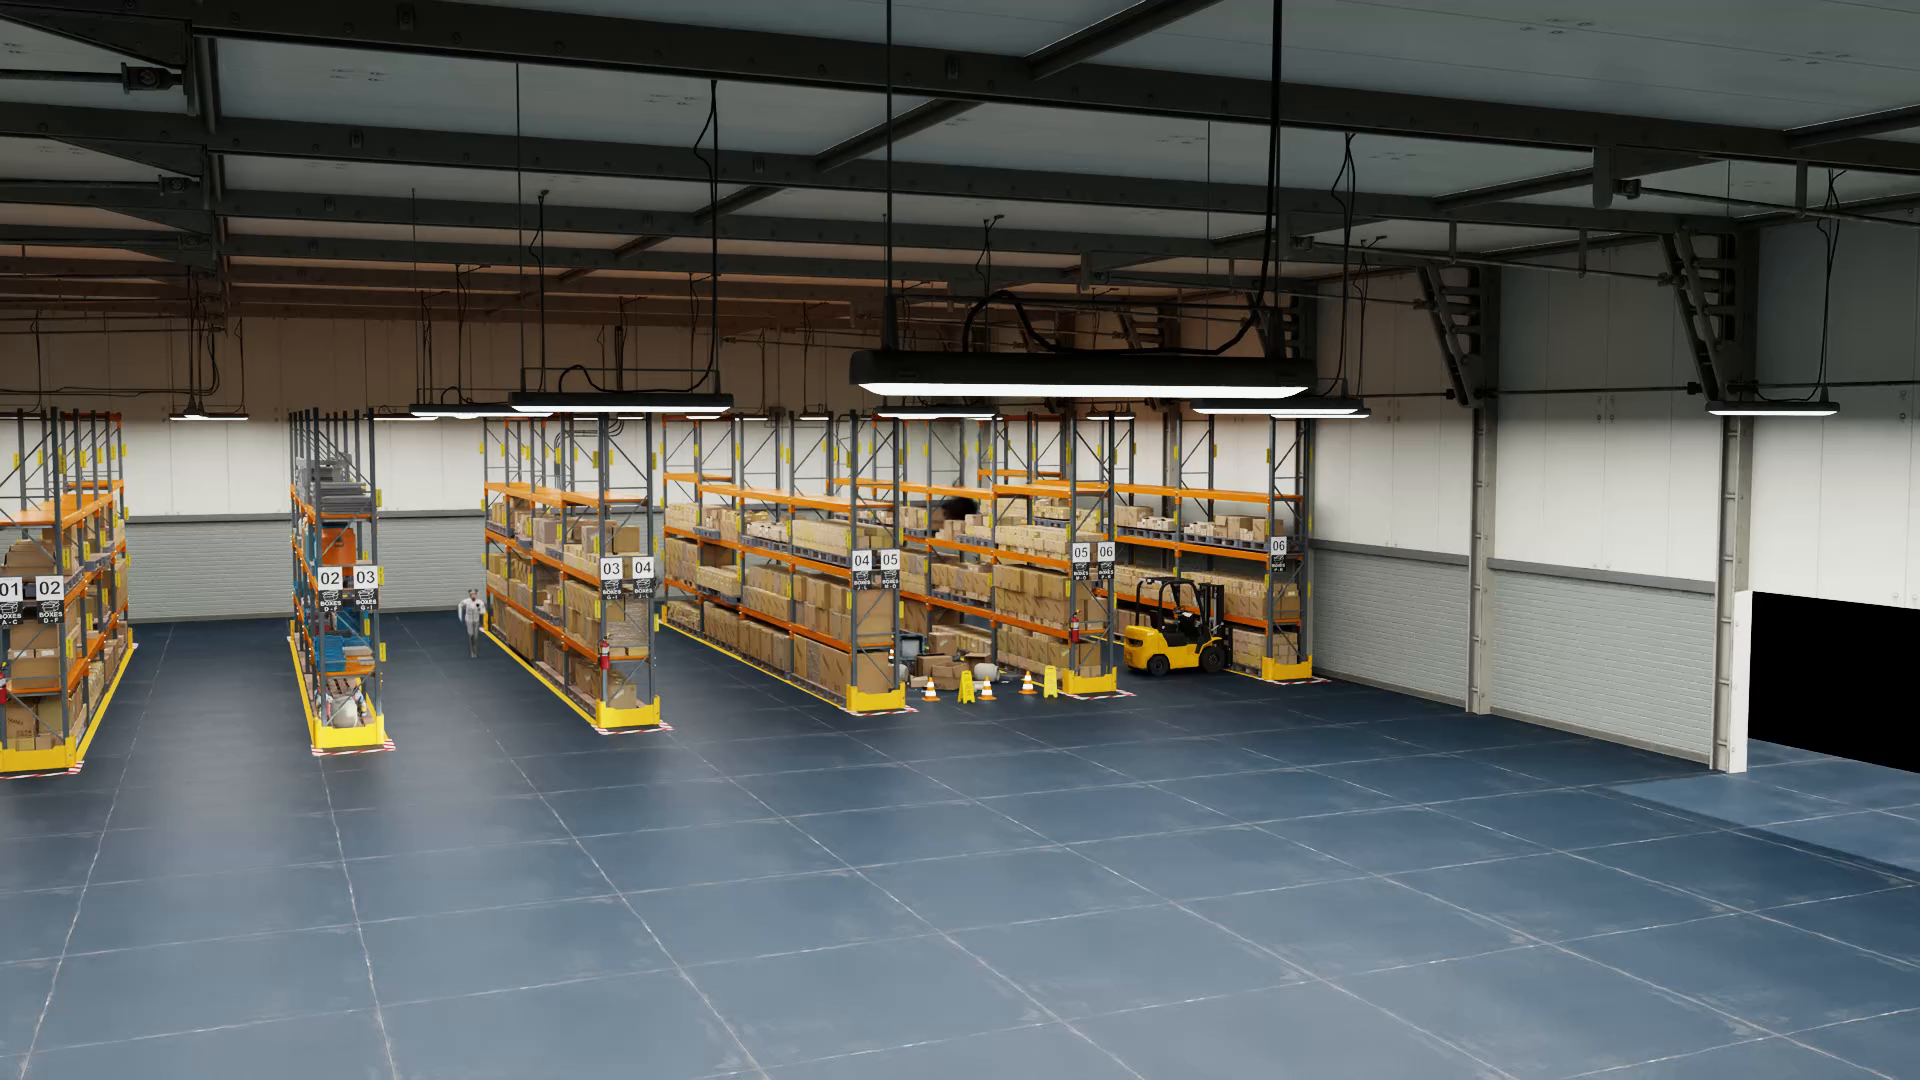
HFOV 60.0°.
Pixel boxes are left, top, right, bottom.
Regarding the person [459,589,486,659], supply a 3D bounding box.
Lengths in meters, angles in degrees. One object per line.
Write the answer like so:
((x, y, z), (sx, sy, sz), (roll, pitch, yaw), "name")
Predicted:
((-11.949, 2.033, 40.783), (0.636, 1.726, 0.828), (-2, 4, -21), "person")

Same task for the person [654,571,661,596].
((-9.019, 1.496, 48.573), (0.697, 1.708, 0.681), (2, 5, 27), "person")
